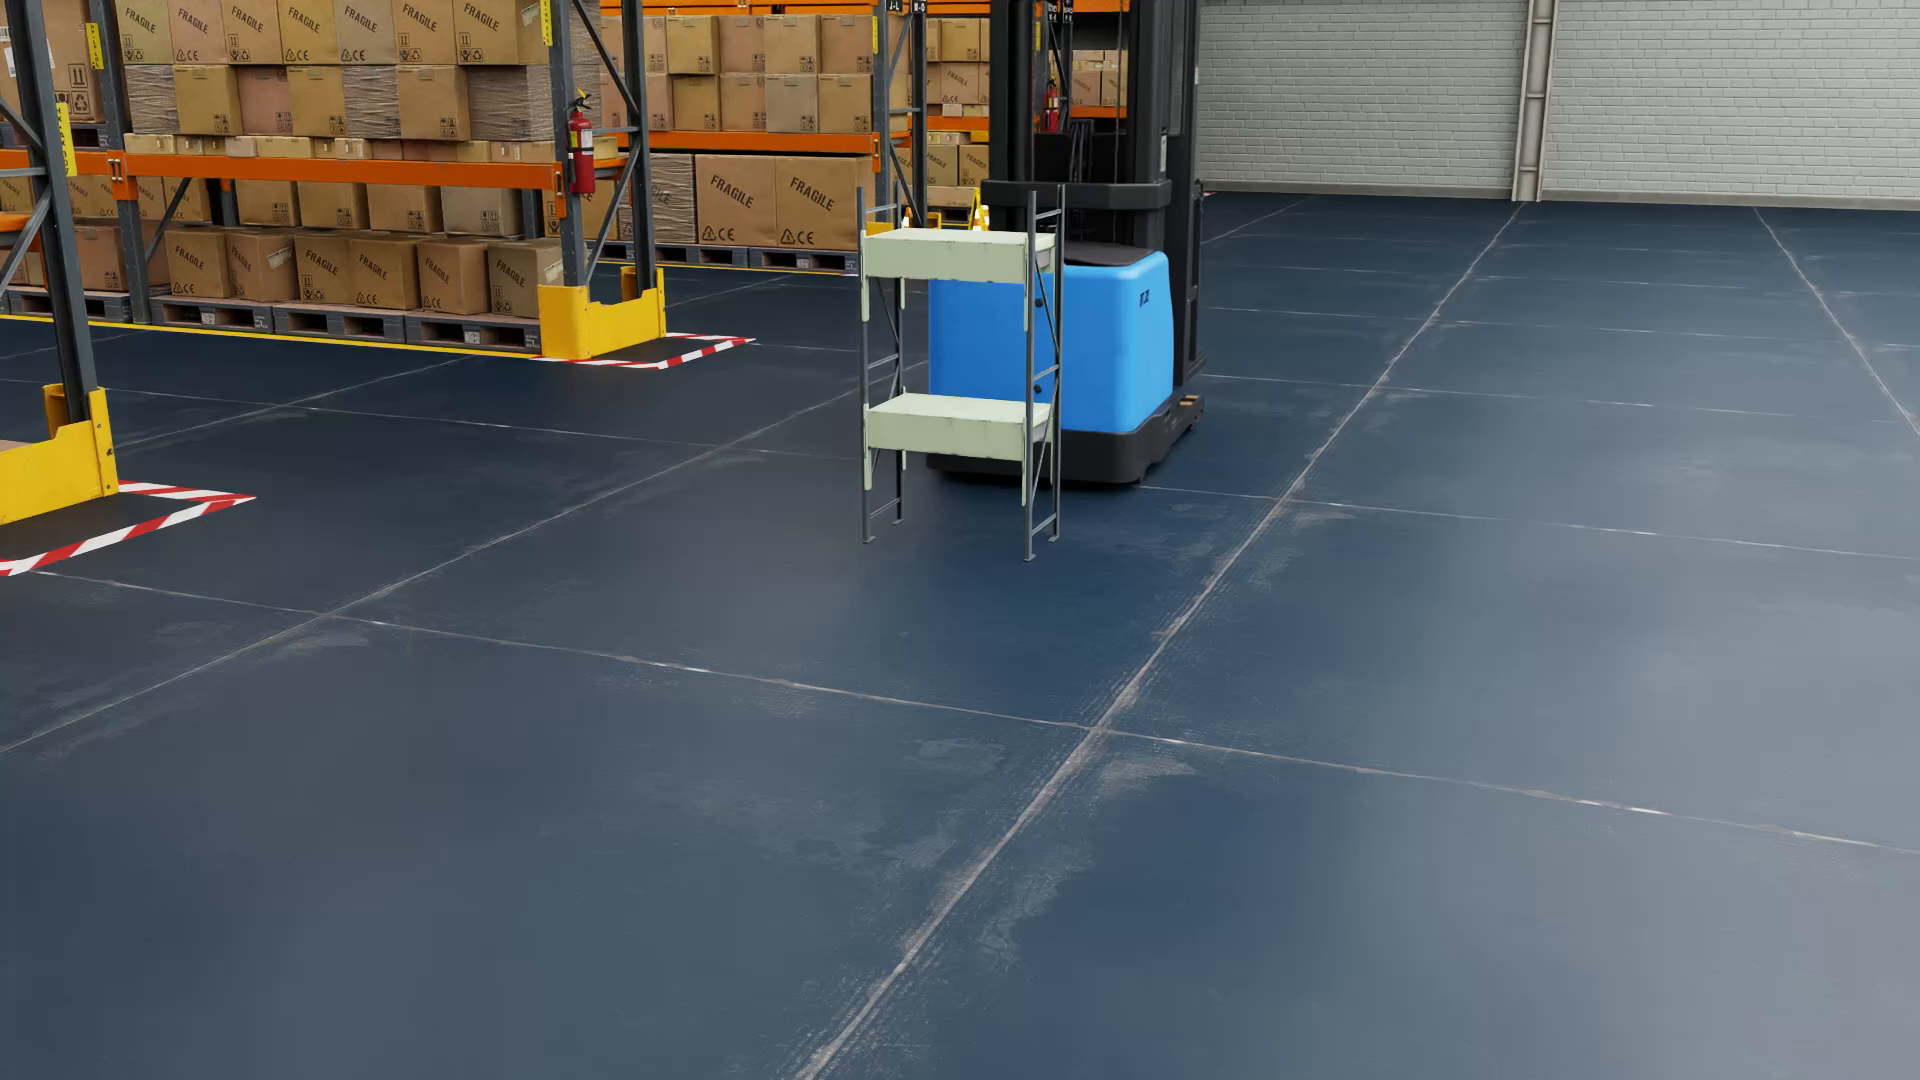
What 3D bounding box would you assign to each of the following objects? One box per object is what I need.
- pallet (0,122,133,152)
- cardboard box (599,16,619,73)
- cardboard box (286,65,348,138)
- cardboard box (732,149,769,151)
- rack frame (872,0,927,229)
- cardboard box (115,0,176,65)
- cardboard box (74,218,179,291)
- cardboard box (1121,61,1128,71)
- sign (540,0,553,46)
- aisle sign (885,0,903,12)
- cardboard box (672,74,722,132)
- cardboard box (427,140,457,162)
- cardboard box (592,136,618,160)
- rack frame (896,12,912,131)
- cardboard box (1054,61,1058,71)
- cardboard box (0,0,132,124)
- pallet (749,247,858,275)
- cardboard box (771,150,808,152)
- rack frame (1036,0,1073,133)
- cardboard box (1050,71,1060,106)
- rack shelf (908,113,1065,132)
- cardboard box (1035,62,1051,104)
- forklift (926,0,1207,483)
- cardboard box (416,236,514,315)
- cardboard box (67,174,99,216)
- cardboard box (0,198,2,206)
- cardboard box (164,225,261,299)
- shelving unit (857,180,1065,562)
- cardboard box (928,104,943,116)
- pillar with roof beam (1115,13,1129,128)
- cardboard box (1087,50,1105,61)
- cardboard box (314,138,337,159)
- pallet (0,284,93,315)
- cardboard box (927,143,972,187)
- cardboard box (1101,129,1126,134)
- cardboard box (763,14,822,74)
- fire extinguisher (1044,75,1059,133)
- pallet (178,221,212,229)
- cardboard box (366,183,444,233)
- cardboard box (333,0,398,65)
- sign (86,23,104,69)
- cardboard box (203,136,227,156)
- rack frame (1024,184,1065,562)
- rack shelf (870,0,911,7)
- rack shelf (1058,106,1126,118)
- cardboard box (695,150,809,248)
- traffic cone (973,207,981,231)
[{"bbox_3d":[-6.858,-3.266,13.388,1.213,0.211,1.003,6,17,21],"label":"pallet"},{"bbox_3d":[-3.402,-5.036,16.935,0.550,0.550,0.875,6,17,21],"label":"cardboard box"},{"bbox_3d":[-4.401,-3.224,12.186,0.500,0.500,0.875,6,17,21],"label":"cardboard box"},{"bbox_3d":[-3.282,-6.439,27.478,0.625,0.625,0.875,7,18,22],"label":"cardboard box"},{"bbox_3d":[-0.566,-4.109,15.948,0.127,3.000,1.000,6,17,21],"label":"rack frame"},{"bbox_3d":[-5.876,-3.801,12.381,0.500,0.500,0.500,6,17,21],"label":"cardboard box"},{"bbox_3d":[-6.764,-2.322,13.485,0.500,0.500,0.700,5,17,16],"label":"cardboard box"},{"bbox_3d":[2.549,-7.013,24.609,0.250,0.149,0.380,7,17,21],"label":"cardboard box"},{"bbox_3d":[-2.702,-3.399,10.858,0.005,0.325,0.100,6,17,21],"label":"sign"},{"bbox_3d":[-0.610,-5.273,15.293,0.004,0.787,0.394,6,17,21],"label":"aisle sign"},{"bbox_3d":[-2.430,-4.391,16.651,0.500,0.550,0.875,6,17,21],"label":"cardboard box"},{"bbox_3d":[-3.531,-2.756,11.736,0.250,0.149,0.380,6,17,21],"label":"cardboard box"},{"bbox_3d":[-2.657,-2.803,11.901,0.250,0.149,0.380,6,17,21],"label":"cardboard box"},{"bbox_3d":[-0.747,-7.100,26.251,0.127,3.000,1.000,6,17,21],"label":"rack frame"},{"bbox_3d":[1.589,-7.118,24.968,0.250,0.149,0.380,6,17,19],"label":"cardboard box"},{"bbox_3d":[-6.889,-3.850,13.225,1.000,1.000,1.000,6,17,21],"label":"cardboard box"},{"bbox_3d":[-1.338,-2.832,16.549,1.213,0.211,1.003,6,17,21],"label":"pallet"},{"bbox_3d":[-2.115,-4.923,21.586,0.500,0.500,0.500,7,18,23],"label":"cardboard box"},{"bbox_3d":[1.156,-5.403,20.406,0.127,3.000,1.000,6,17,21],"label":"rack frame"},{"bbox_3d":[1.464,-6.829,25.138,0.500,0.500,0.500,6,17,20],"label":"cardboard box"},{"bbox_3d":[-0.704,-5.262,21.211,4.000,0.370,1.077,6,17,21],"label":"rack shelf"},{"bbox_3d":[0.817,-5.715,20.765,0.500,0.500,0.500,6,17,20],"label":"cardboard box"},{"bbox_3d":[0.761,-2.044,8.956,1.130,2.935,3.031,5,17,17],"label":"forklift"},{"bbox_3d":[-3.623,-1.955,12.257,0.500,0.500,0.500,12,20,35],"label":"cardboard box"},{"bbox_3d":[-10.154,-4.090,19.612,0.500,0.500,0.500,7,17,22],"label":"cardboard box"},{"bbox_3d":[-11.950,-4.290,20.931,0.250,0.149,0.380,5,17,18],"label":"cardboard box"},{"bbox_3d":[-5.843,-2.192,13.075,0.500,0.500,0.500,6,17,19],"label":"cardboard box"},{"bbox_3d":[0.006,-0.720,6.962,0.755,1.500,0.431,6,17,21],"label":"shelving unit"},{"bbox_3d":[-0.214,-5.376,20.761,0.250,0.149,0.380,7,17,21],"label":"cardboard box"},{"bbox_3d":[1.078,-8.761,21.210,0.400,9.000,9.100,6,17,21],"label":"pillar with roof beam"},{"bbox_3d":[2.069,-7.212,24.761,0.250,0.149,0.380,7,17,22],"label":"cardboard box"},{"bbox_3d":[-4.462,-2.858,12.088,0.250,0.149,0.380,6,17,21],"label":"cardboard box"},{"bbox_3d":[-8.064,-2.107,14.052,1.213,0.211,1.003,6,17,21],"label":"pallet"},{"bbox_3d":[-0.171,-4.711,20.856,0.500,0.500,0.500,7,18,23],"label":"cardboard box"},{"bbox_3d":[2.431,-6.019,24.911,0.500,0.250,0.500,7,18,22],"label":"cardboard box"},{"bbox_3d":[-1.442,-4.780,16.053,0.550,0.550,0.875,6,17,21],"label":"cardboard box"},{"bbox_3d":[1.094,-5.235,19.965,0.183,0.674,0.296,6,17,21],"label":"fire extinguisher"},{"bbox_3d":[-8.734,-3.669,19.432,1.213,0.211,1.003,6,17,21],"label":"pallet"},{"bbox_3d":[-5.793,-3.779,18.094,0.750,0.750,1.050,6,17,21],"label":"cardboard box"},{"bbox_3d":[-4.014,-3.598,11.680,0.500,0.500,0.500,6,17,21],"label":"cardboard box"},{"bbox_3d":[-6.401,-3.654,12.303,0.005,0.325,0.100,6,17,21],"label":"sign"},{"bbox_3d":[-5.405,-2.951,12.410,0.250,0.149,0.380,6,17,21],"label":"cardboard box"},{"bbox_3d":[0.347,-0.682,6.833,0.023,1.500,0.400,6,17,21],"label":"rack frame"},{"bbox_3d":[-2.426,-5.409,16.335,4.000,0.370,1.077,6,17,21],"label":"rack shelf"},{"bbox_3d":[1.114,-6.550,25.647,4.000,0.370,1.077,6,17,21],"label":"rack shelf"},{"bbox_3d":[-2.040,-3.432,16.674,0.875,0.875,0.875,6,17,20],"label":"cardboard box"},{"bbox_3d":[0.192,-3.572,18.647,0.334,0.463,0.336,6,17,21],"label":"traffic cone"}]
